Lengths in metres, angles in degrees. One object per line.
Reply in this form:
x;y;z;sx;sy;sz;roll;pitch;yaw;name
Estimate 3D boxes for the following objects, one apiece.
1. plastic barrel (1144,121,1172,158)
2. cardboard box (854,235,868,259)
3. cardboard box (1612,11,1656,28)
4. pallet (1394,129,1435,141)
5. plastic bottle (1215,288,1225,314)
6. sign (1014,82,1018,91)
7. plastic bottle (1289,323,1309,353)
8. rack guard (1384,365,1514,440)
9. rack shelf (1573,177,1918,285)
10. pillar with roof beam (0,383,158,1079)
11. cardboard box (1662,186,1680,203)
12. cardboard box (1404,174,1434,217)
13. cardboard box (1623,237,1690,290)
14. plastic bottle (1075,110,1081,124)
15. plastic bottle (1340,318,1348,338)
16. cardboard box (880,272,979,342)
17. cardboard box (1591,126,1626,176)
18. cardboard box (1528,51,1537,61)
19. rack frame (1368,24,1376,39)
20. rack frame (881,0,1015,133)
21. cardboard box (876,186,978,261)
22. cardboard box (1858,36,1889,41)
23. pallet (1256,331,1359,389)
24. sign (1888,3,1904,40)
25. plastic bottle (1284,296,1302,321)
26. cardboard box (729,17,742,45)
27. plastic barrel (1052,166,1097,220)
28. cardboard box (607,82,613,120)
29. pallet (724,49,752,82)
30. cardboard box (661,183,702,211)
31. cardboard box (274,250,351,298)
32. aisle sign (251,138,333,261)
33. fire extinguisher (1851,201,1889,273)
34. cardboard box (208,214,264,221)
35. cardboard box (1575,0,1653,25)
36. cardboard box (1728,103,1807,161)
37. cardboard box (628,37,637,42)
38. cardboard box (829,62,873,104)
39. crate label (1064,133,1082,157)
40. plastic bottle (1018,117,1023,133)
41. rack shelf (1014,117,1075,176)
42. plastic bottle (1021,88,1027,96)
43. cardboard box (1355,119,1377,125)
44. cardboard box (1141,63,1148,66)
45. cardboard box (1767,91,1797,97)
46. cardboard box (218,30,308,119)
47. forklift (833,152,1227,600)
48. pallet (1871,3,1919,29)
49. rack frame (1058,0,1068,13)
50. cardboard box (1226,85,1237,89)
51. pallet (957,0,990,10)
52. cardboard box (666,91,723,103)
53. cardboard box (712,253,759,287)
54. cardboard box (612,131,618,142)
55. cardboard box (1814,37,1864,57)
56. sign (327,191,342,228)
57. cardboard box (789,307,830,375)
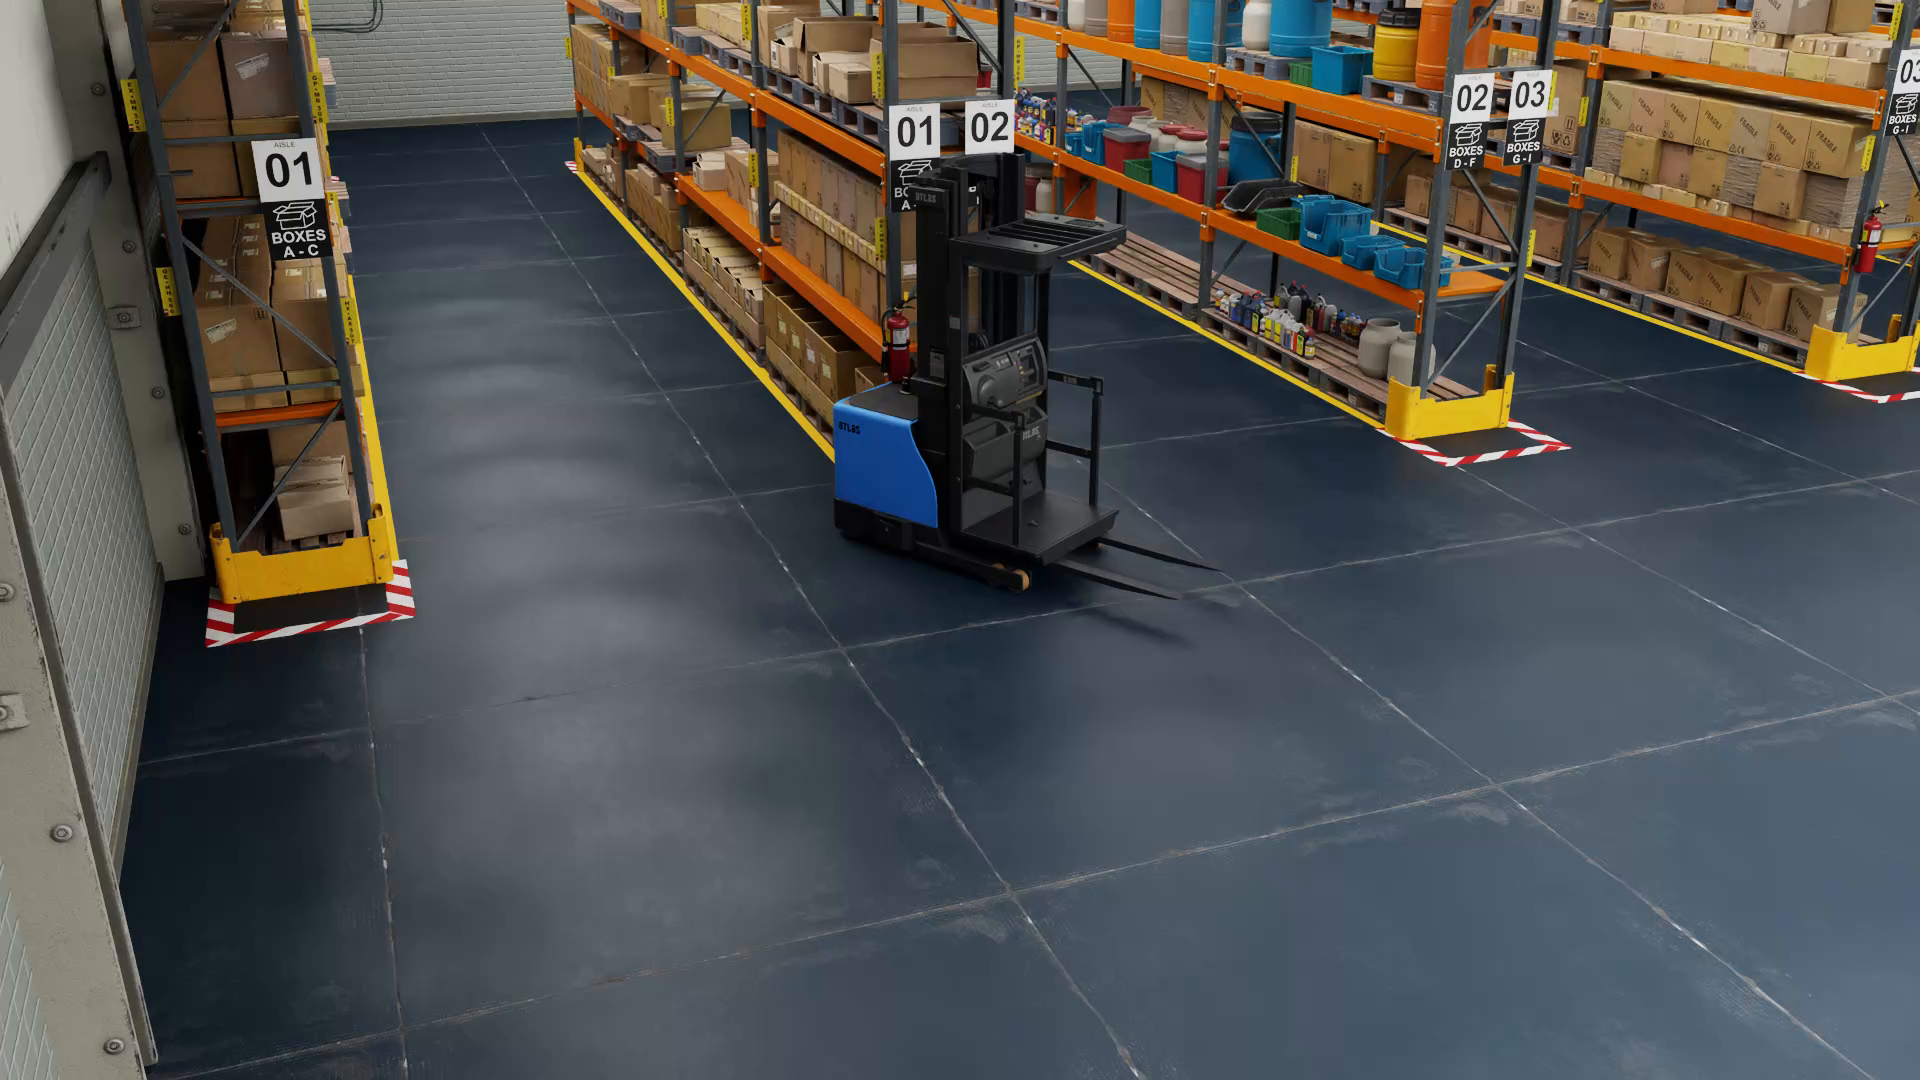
2.437;-4.855;20.387;0.421;0.512;0.421;0;23;0;plastic barrel
-0.668;-2.453;13.869;0.380;0.149;0.250;-8;24;-18;cardboard box
7.598;-5.864;18.742;0.380;0.149;0.250;-9;24;-21;cardboard box
6.710;-5.648;22.659;1.213;0.211;1.003;-8;24;-19;pallet
2.841;-2.618;18.168;0.097;0.271;0.097;0;23;0;plastic bottle
0.827;-6.957;25.161;0.100;0.325;0.005;-8;24;-19;sign
3.429;-2.045;16.803;0.152;0.276;0.135;-8;24;-19;plastic bottle
4.480;-1.264;15.228;1.175;0.500;0.348;-8;24;-19;rack guard
8.478;-3.469;18.169;1.077;0.370;4.000;-8;24;-19;rack shelf
0.373;-2.346;6.853;9.100;9.000;0.400;-8;24;-19;pillar with roof beam
8.031;-3.842;18.449;0.380;0.149;0.250;-8;24;-19;cardboard box
6.614;-4.791;23.031;0.700;0.500;0.500;-10;25;-22;cardboard box
8.085;-3.211;19.308;0.500;0.500;0.500;-1;23;-2;cardboard box
1.625;-5.756;22.819;0.061;0.283;0.133;-8;24;-19;plastic bottle
4.011;-2.206;17.282;0.097;0.201;0.097;0;23;0;plastic bottle
-0.237;-1.934;13.471;0.700;0.500;0.500;-8;24;-19;cardboard box
7.873;-4.539;19.268;0.875;0.500;0.500;-8;24;-19;cardboard box
9.515;-7.899;27.153;0.380;0.149;0.250;-8;24;-18;cardboard box
8.208;-9.532;31.626;1.000;3.000;0.127;-8;24;-19;rack frame
-0.084;-4.481;11.918;1.000;3.000;0.127;-8;24;-19;rack frame
-0.256;-2.551;13.264;0.700;0.500;0.500;-8;24;-19;cardboard box
9.098;-4.885;16.420;0.380;0.149;0.250;-9;24;-20;cardboard box
3.771;-1.869;17.037;1.003;0.211;1.213;-8;24;-19;pallet
8.658;-4.796;15.387;0.100;0.325;0.005;-8;24;-19;sign
3.573;-2.502;17.888;0.152;0.276;0.135;-8;24;-19;plastic bottle
-2.115;-5.379;17.565;0.500;0.250;0.500;-11;25;-23;cardboard box
1.536;-4.670;22.346;0.600;0.830;0.708;-8;24;-19;plastic barrel
-4.740;-6.269;23.756;0.500;0.500;0.500;-8;24;-18;cardboard box
-1.821;-4.782;16.743;0.805;0.209;1.217;-9;25;-21;pallet
-3.484;-4.347;21.012;0.500;0.250;0.500;-7;24;-17;cardboard box
-4.946;-1.905;12.734;0.500;0.500;0.500;-9;25;-21;cardboard box
-4.411;-2.248;10.998;0.394;0.787;0.004;-8;24;-19;aisle sign
8.794;-2.934;16.071;0.296;0.674;0.183;-8;24;-19;fire extinguisher
-6.160;-2.575;14.323;0.500;0.500;0.500;-9;24;-20;cardboard box
7.698;-6.335;19.507;0.797;0.503;0.637;-10;25;-22;cardboard box
8.403;-4.247;17.288;0.500;0.500;0.500;-8;24;-19;cardboard box
-4.590;-7.167;24.601;0.500;0.500;0.500;-9;25;-21;cardboard box
-0.738;-3.670;13.328;0.500;0.250;0.500;-8;24;-19;cardboard box
1.523;-5.020;21.137;0.303;0.233;0.416;-8;24;-19;crate label
0.837;-5.674;22.730;0.097;0.201;0.097;0;23;0;plastic bottle
1.018;-5.697;23.453;1.077;0.370;4.000;-8;24;-19;rack shelf
0.943;-6.443;24.361;0.144;0.351;0.185;-8;24;-19;plastic bottle
5.952;-6.172;23.527;0.500;0.500;0.500;-8;24;-17;cardboard box
3.441;-8.505;29.513;0.380;0.149;0.250;-9;24;-20;cardboard box
11.474;-5.922;22.932;0.500;0.500;0.500;-9;24;-20;cardboard box
-4.626;-3.107;11.079;0.500;0.500;0.500;-10;25;-23;cardboard box
0.497;-1.202;11.951;3.031;2.935;1.130;17;28;34;forklift
12.078;-6.792;21.510;0.805;0.209;1.217;-9;25;-21;pallet
1.725;-8.066;20.424;1.000;3.000;0.127;-8;24;-19;rack frame
4.531;-7.384;26.855;0.380;0.149;0.250;-8;24;-19;cardboard box
0.680;-7.779;23.848;1.213;0.211;1.003;-8;24;-19;pallet
-3.383;-5.435;21.236;0.700;0.500;0.500;-4;23;-9;cardboard box
-2.446;-3.015;18.443;0.500;0.311;0.500;-9;24;-20;cardboard box
-5.314;-6.417;26.888;0.500;0.500;0.500;-8;24;-19;cardboard box
8.613;-4.824;16.275;0.380;0.149;0.250;-9;25;-21;cardboard box
-5.625;-2.965;14.931;0.100;0.325;0.005;-8;24;-19;sign
-1.273;-1.867;15.475;0.500;0.500;0.500;-8;24;-19;cardboard box
